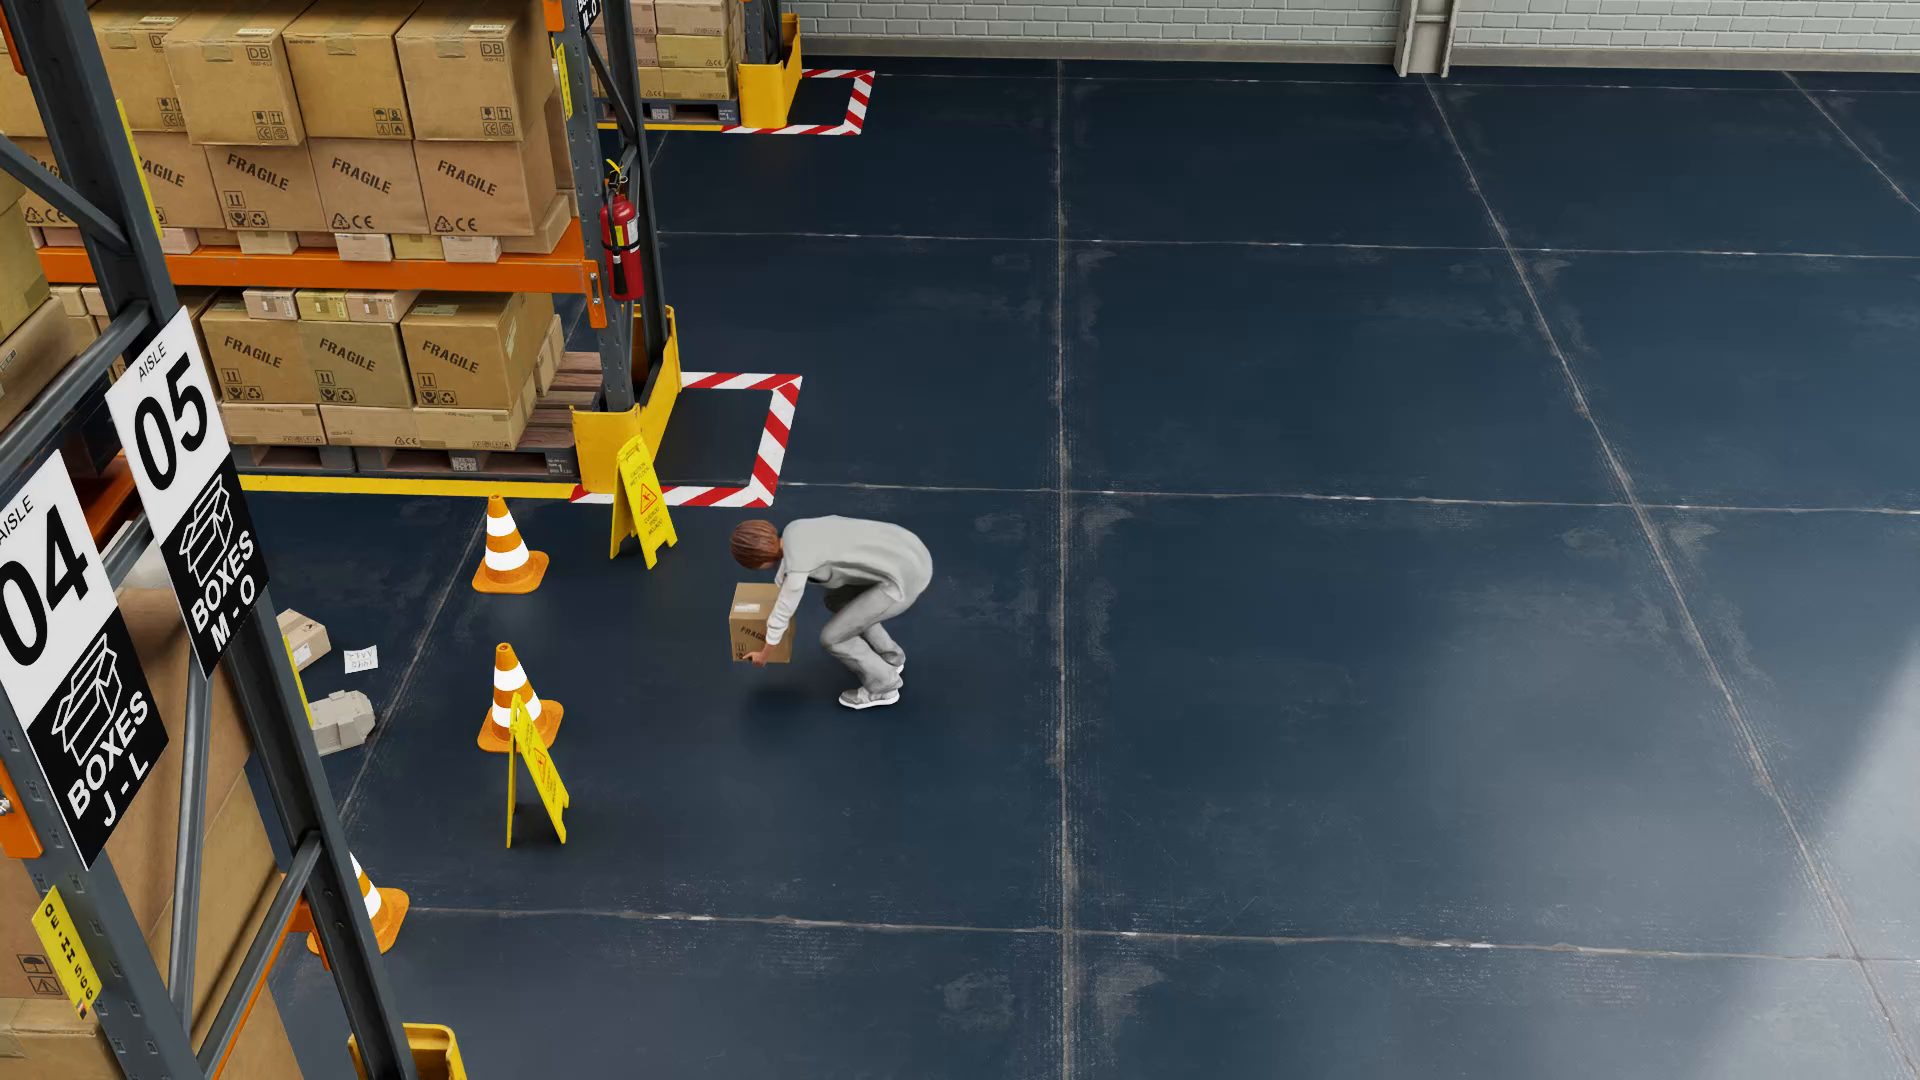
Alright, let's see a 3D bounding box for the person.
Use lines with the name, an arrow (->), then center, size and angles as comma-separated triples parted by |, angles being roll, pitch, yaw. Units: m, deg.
person -> -0.549, 0.296, 7.298 | 0.862, 0.912, 0.431 | 0, 36, 0
